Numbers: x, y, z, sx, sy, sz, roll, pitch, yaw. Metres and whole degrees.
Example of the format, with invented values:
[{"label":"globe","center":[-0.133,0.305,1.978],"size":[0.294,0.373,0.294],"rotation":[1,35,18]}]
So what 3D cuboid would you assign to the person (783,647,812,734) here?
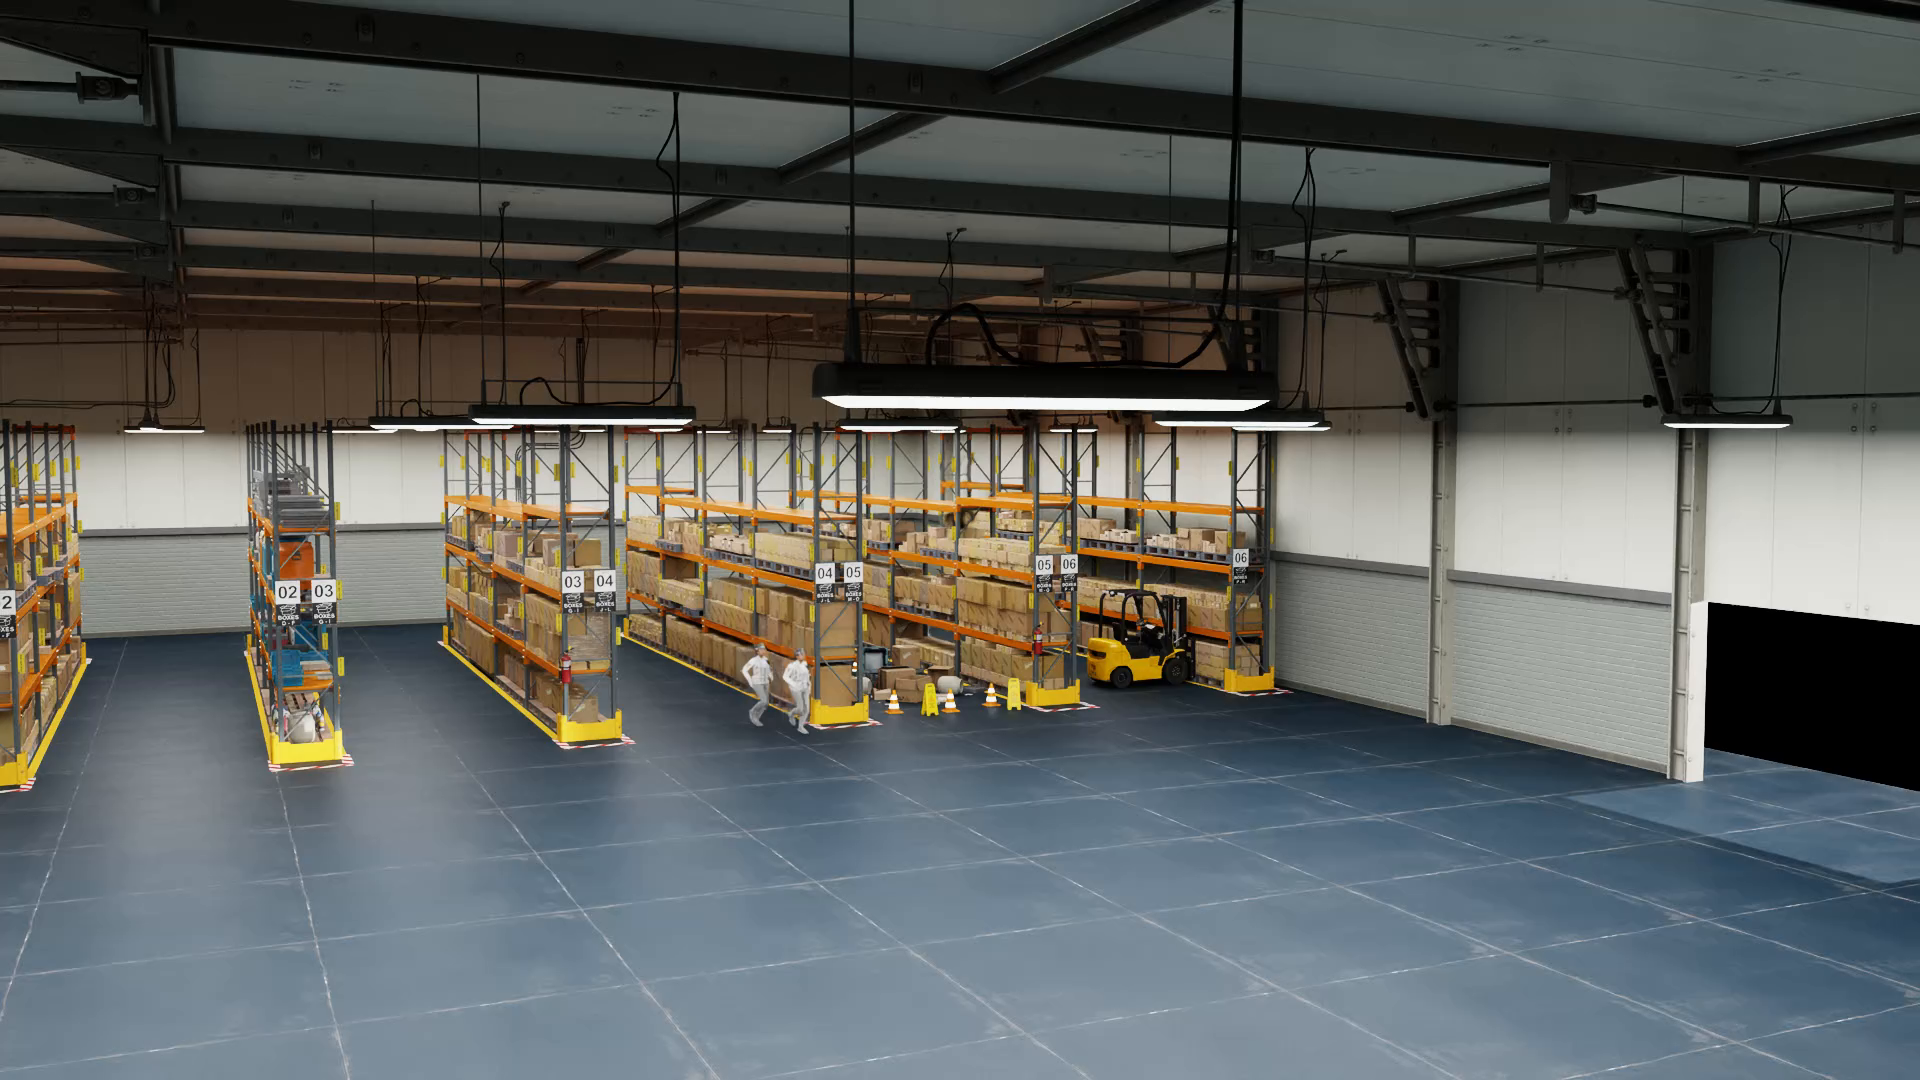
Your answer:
[{"label":"person","center":[-3.123,2.897,32.182],"size":[0.655,1.671,0.531],"rotation":[-3,5,-41]}]

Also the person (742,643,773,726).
[{"label":"person","center":[-3.898,2.843,32.712],"size":[0.543,1.653,0.609],"rotation":[3,5,41]}]
